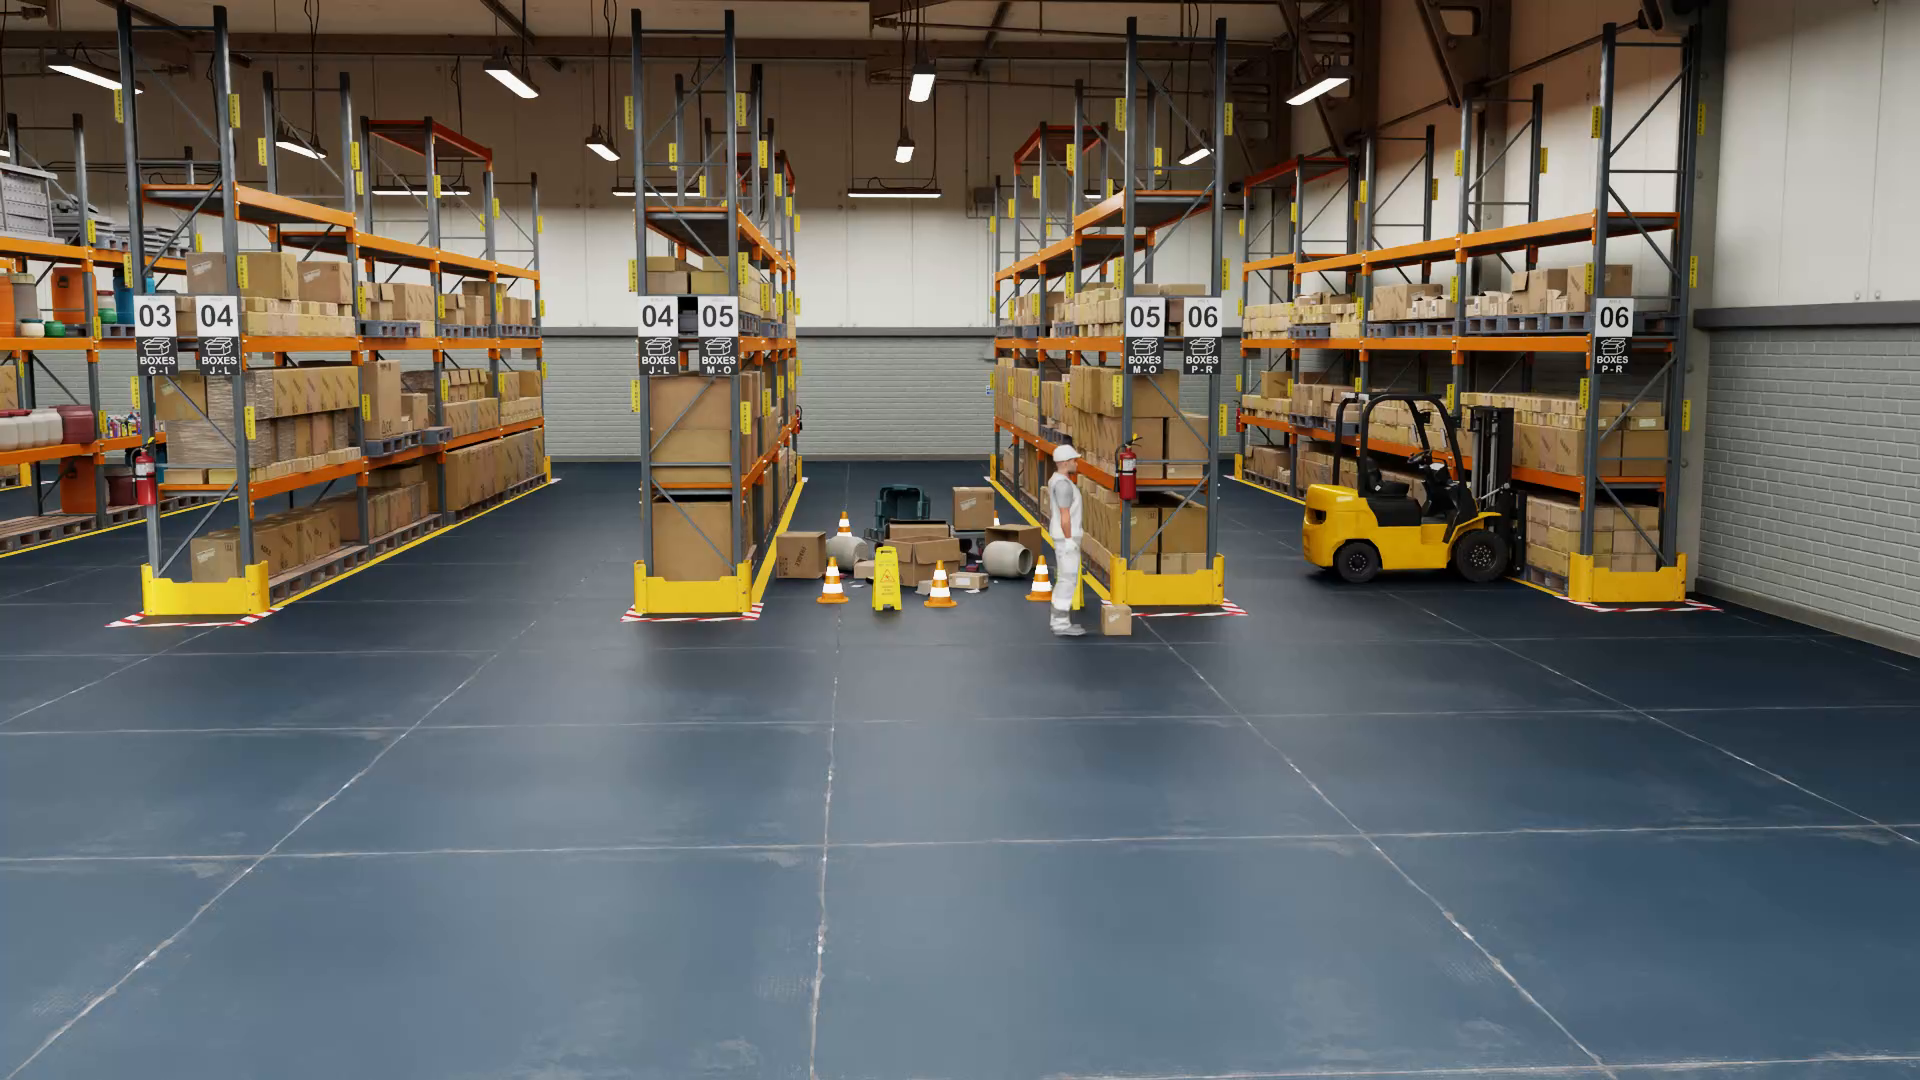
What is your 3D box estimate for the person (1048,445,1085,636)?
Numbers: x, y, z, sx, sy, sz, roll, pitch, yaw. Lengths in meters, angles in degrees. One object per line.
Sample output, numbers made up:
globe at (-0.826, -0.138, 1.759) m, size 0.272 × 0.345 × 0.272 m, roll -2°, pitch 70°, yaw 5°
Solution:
person at (1.003, -0.003, 15.666) m, size 0.342 × 1.785 × 0.524 m, roll 0°, pitch 7°, yaw -2°
